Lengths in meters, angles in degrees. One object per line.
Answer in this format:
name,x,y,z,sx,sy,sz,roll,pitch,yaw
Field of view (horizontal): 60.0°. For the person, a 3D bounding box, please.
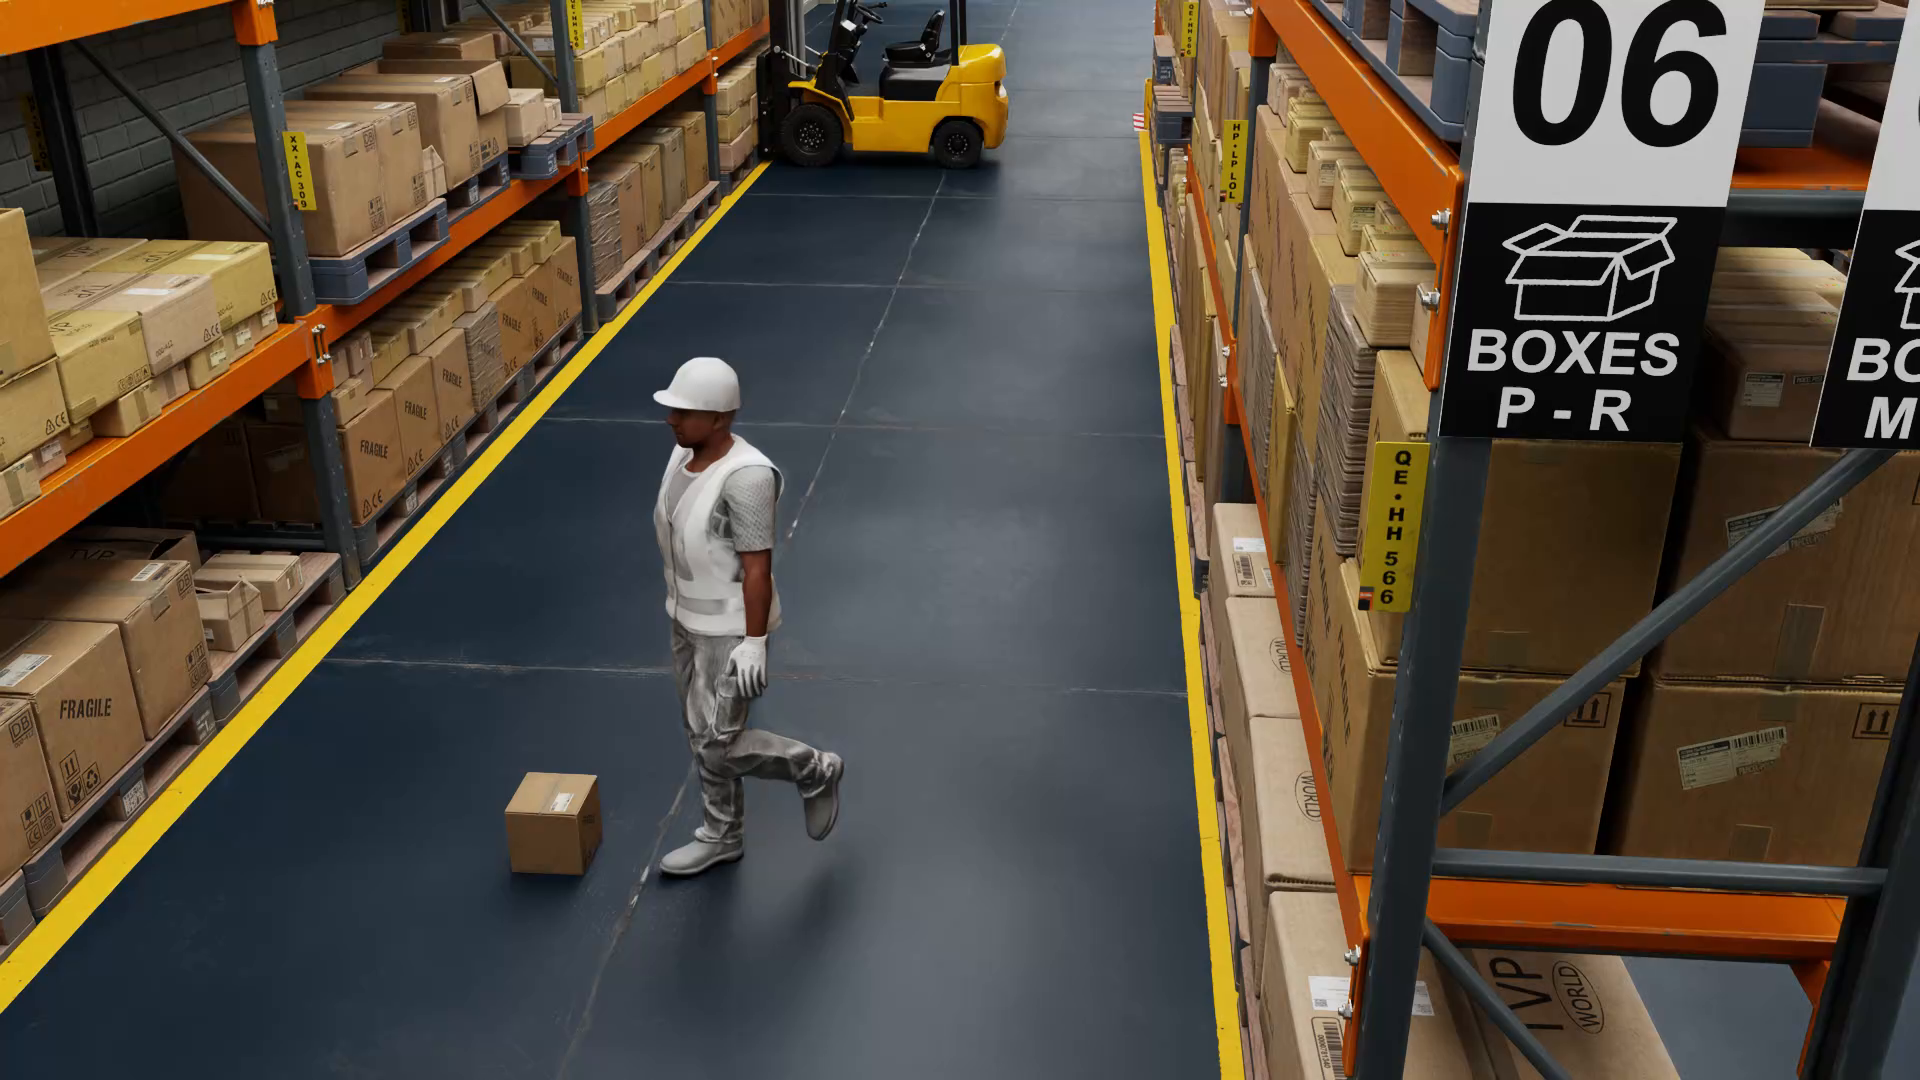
person,-0.765,0.264,5.472,0.622,1.785,0.604,-15,28,-30
